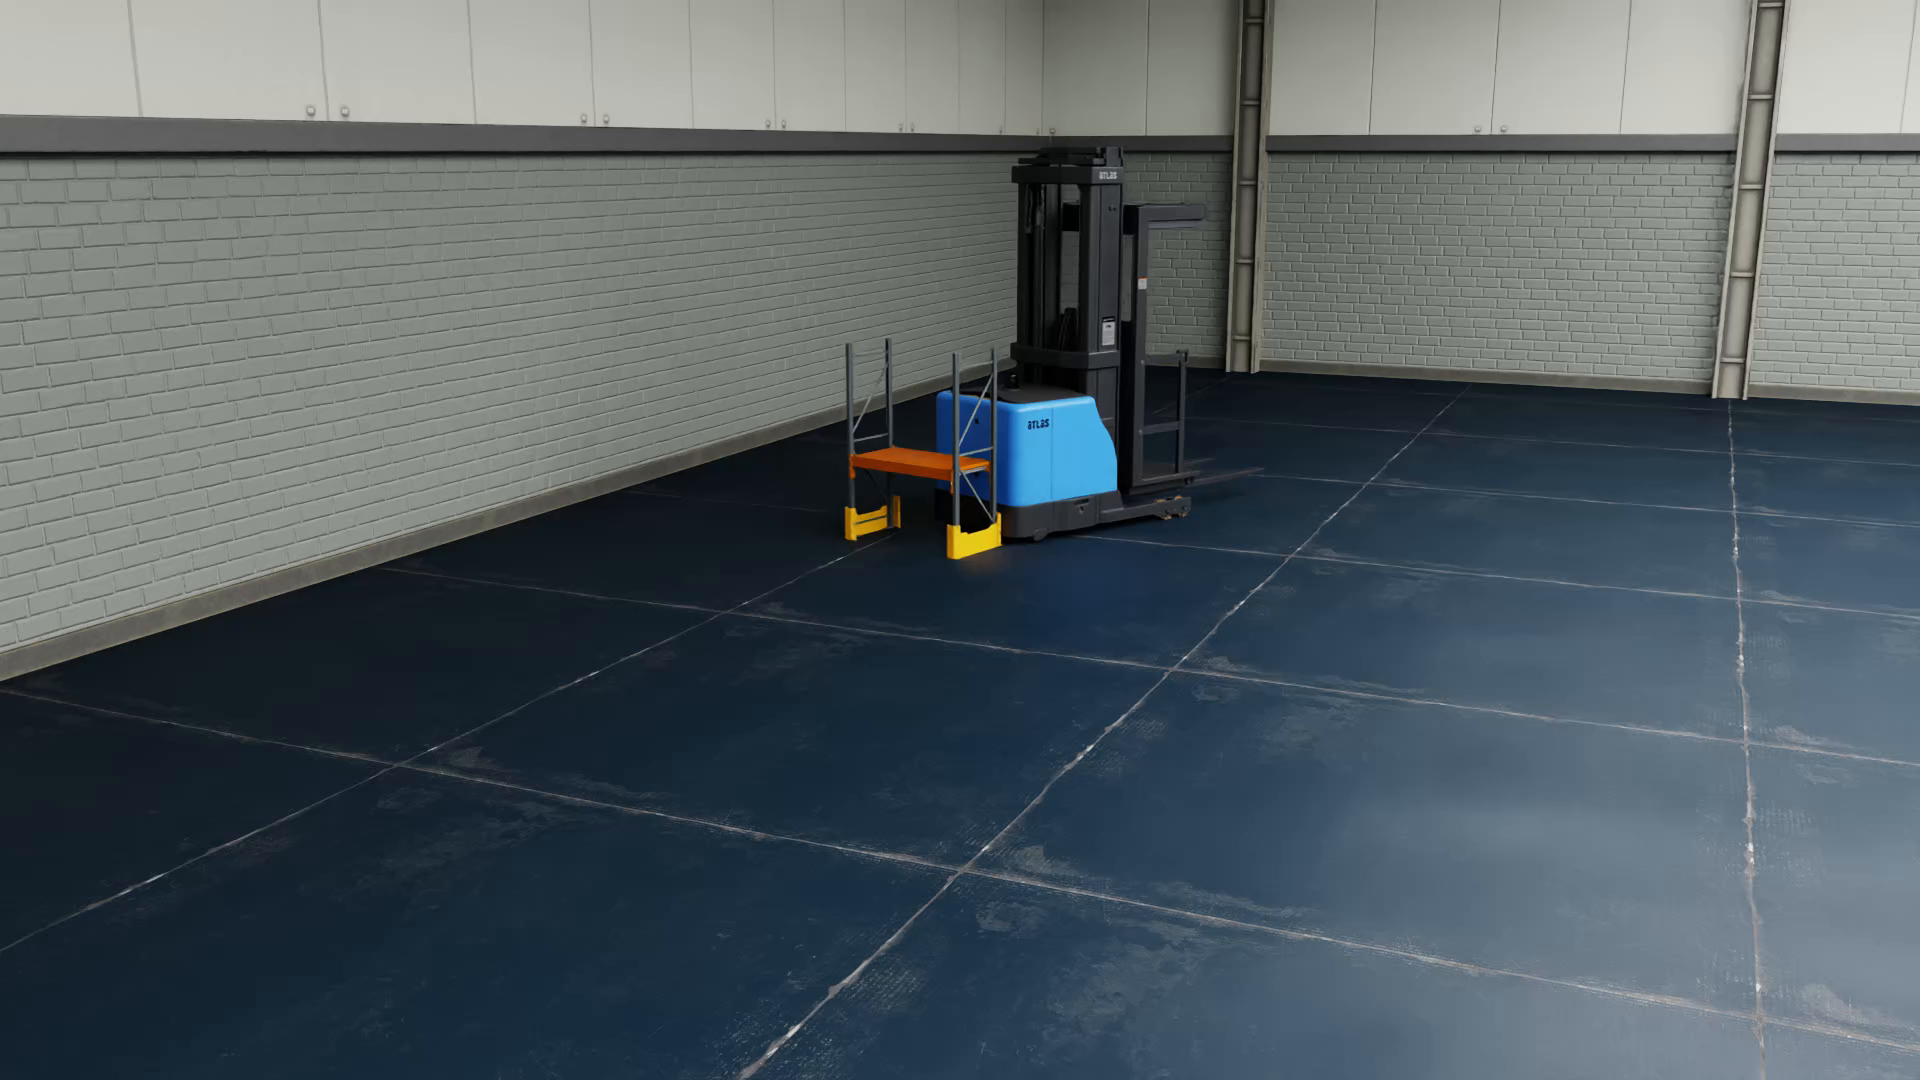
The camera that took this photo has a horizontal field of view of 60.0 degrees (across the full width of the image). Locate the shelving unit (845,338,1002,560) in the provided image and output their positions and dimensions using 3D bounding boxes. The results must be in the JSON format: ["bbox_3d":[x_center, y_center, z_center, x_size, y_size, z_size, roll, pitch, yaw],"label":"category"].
[{"bbox_3d":[-0.284,-0.713,12.512,1.083,1.500,0.587,10,17,37],"label":"shelving unit"}]

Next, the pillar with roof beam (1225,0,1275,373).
[{"bbox_3d":[2.077,-5.767,17.631,0.400,9.000,9.100,6,14,23],"label":"pillar with roof beam"}]

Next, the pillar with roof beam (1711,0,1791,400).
[{"bbox_3d":[7.563,-5.211,15.265,0.400,9.000,9.100,6,14,23],"label":"pillar with roof beam"}]

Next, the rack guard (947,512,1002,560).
[{"bbox_3d":[0.109,-0.035,12.357,0.087,0.250,0.587,10,17,37],"label":"rack guard"}]

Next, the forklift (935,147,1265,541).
[{"bbox_3d":[1.262,-1.672,13.463,3.031,2.935,1.130,-10,17,-38],"label":"forklift"}]

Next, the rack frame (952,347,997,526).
[{"bbox_3d":[0.110,-0.643,12.213,0.032,1.500,0.500,10,17,37],"label":"rack frame"}]

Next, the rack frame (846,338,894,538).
[{"bbox_3d":[-0.693,-0.786,12.821,0.032,1.500,0.500,10,17,37],"label":"rack frame"}]

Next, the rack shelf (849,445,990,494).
[{"bbox_3d":[-0.291,-0.540,12.558,1.000,0.185,0.538,10,17,37],"label":"rack shelf"}]

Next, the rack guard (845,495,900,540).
[{"bbox_3d":[-0.677,-0.175,12.952,0.087,0.250,0.587,10,17,37],"label":"rack guard"}]
